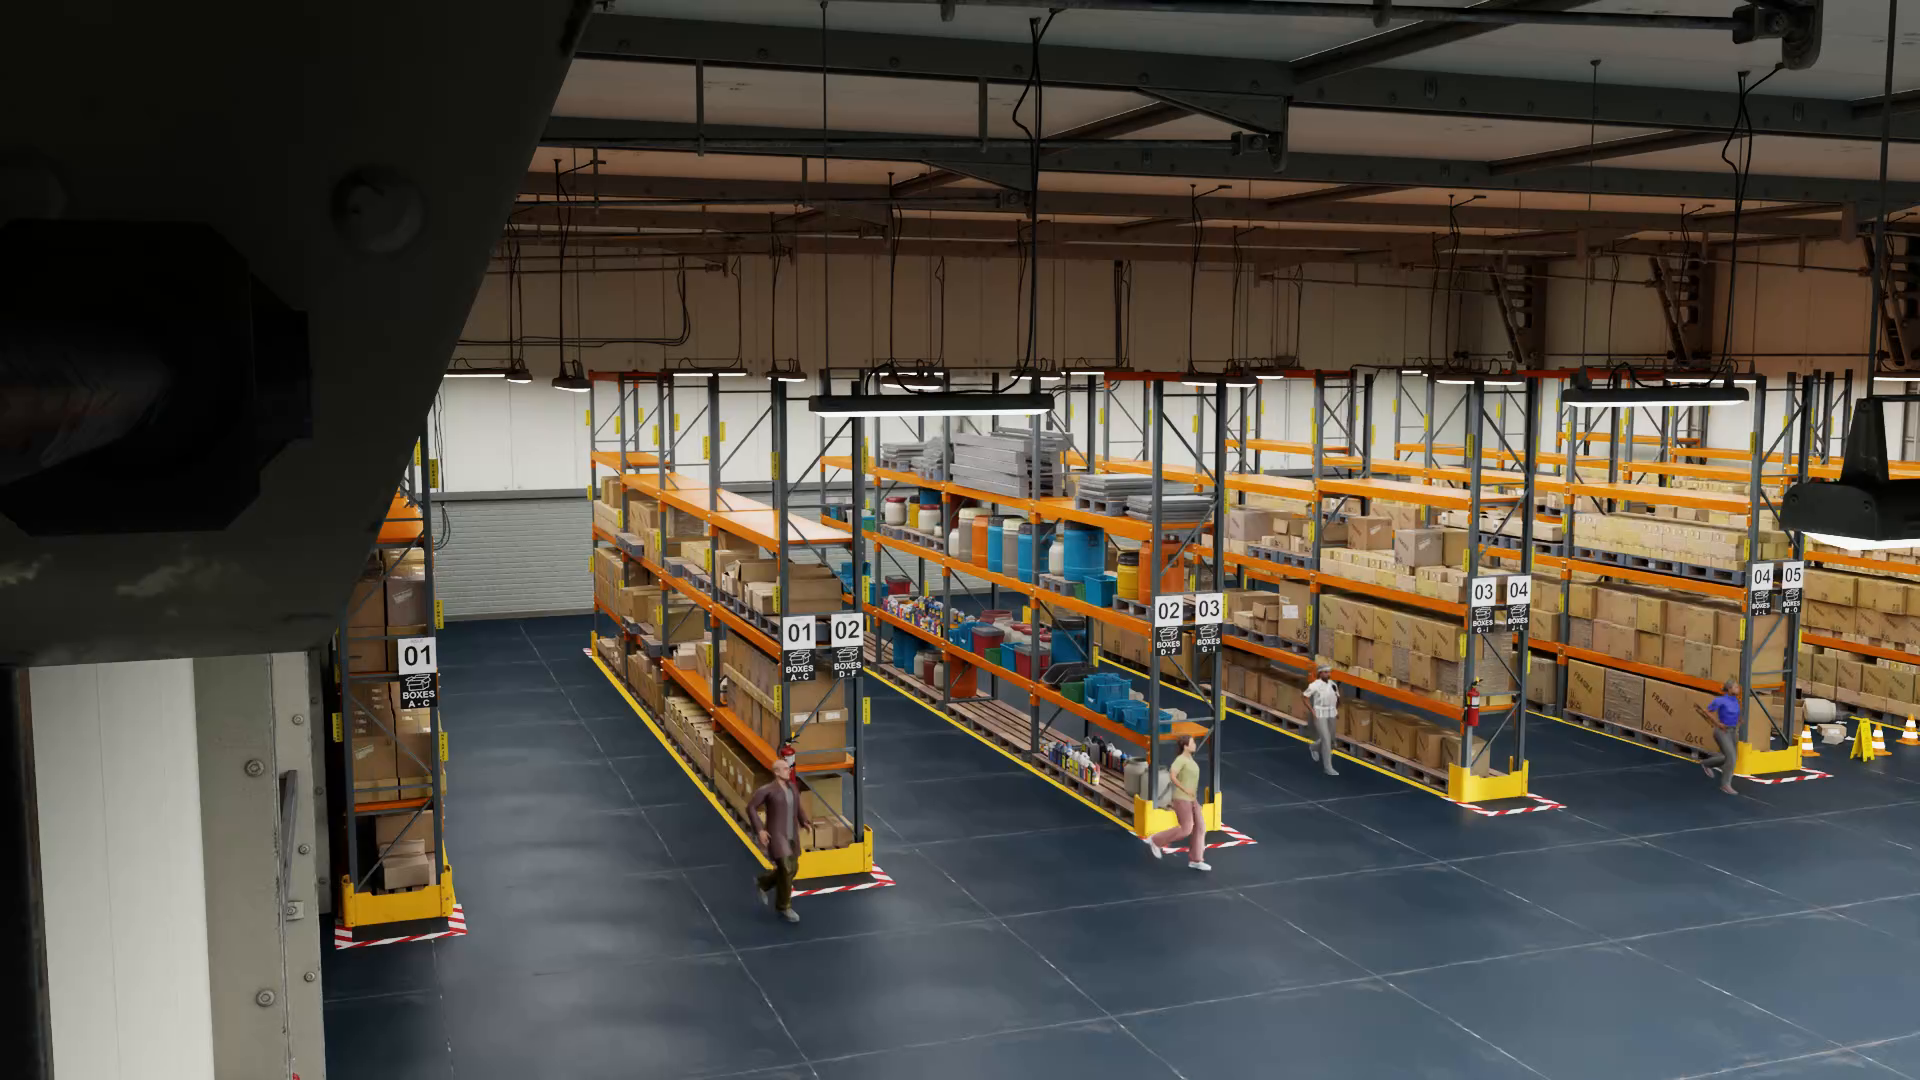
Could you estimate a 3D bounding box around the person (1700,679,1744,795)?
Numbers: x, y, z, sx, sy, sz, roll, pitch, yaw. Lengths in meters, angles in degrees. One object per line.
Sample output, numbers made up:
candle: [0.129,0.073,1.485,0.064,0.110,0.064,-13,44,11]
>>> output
person: [11.209,2.849,24.331,0.592,1.624,0.741,-4,8,-33]

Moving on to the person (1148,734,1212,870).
person: [2.808,3.218,20.675,0.832,1.618,0.634,3,7,26]

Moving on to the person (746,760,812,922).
person: [-2.025,3.381,18.886,0.761,1.750,0.766,5,8,38]

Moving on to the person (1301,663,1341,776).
person: [5.503,2.679,25.234,0.568,1.671,0.871,-3,7,-23]
